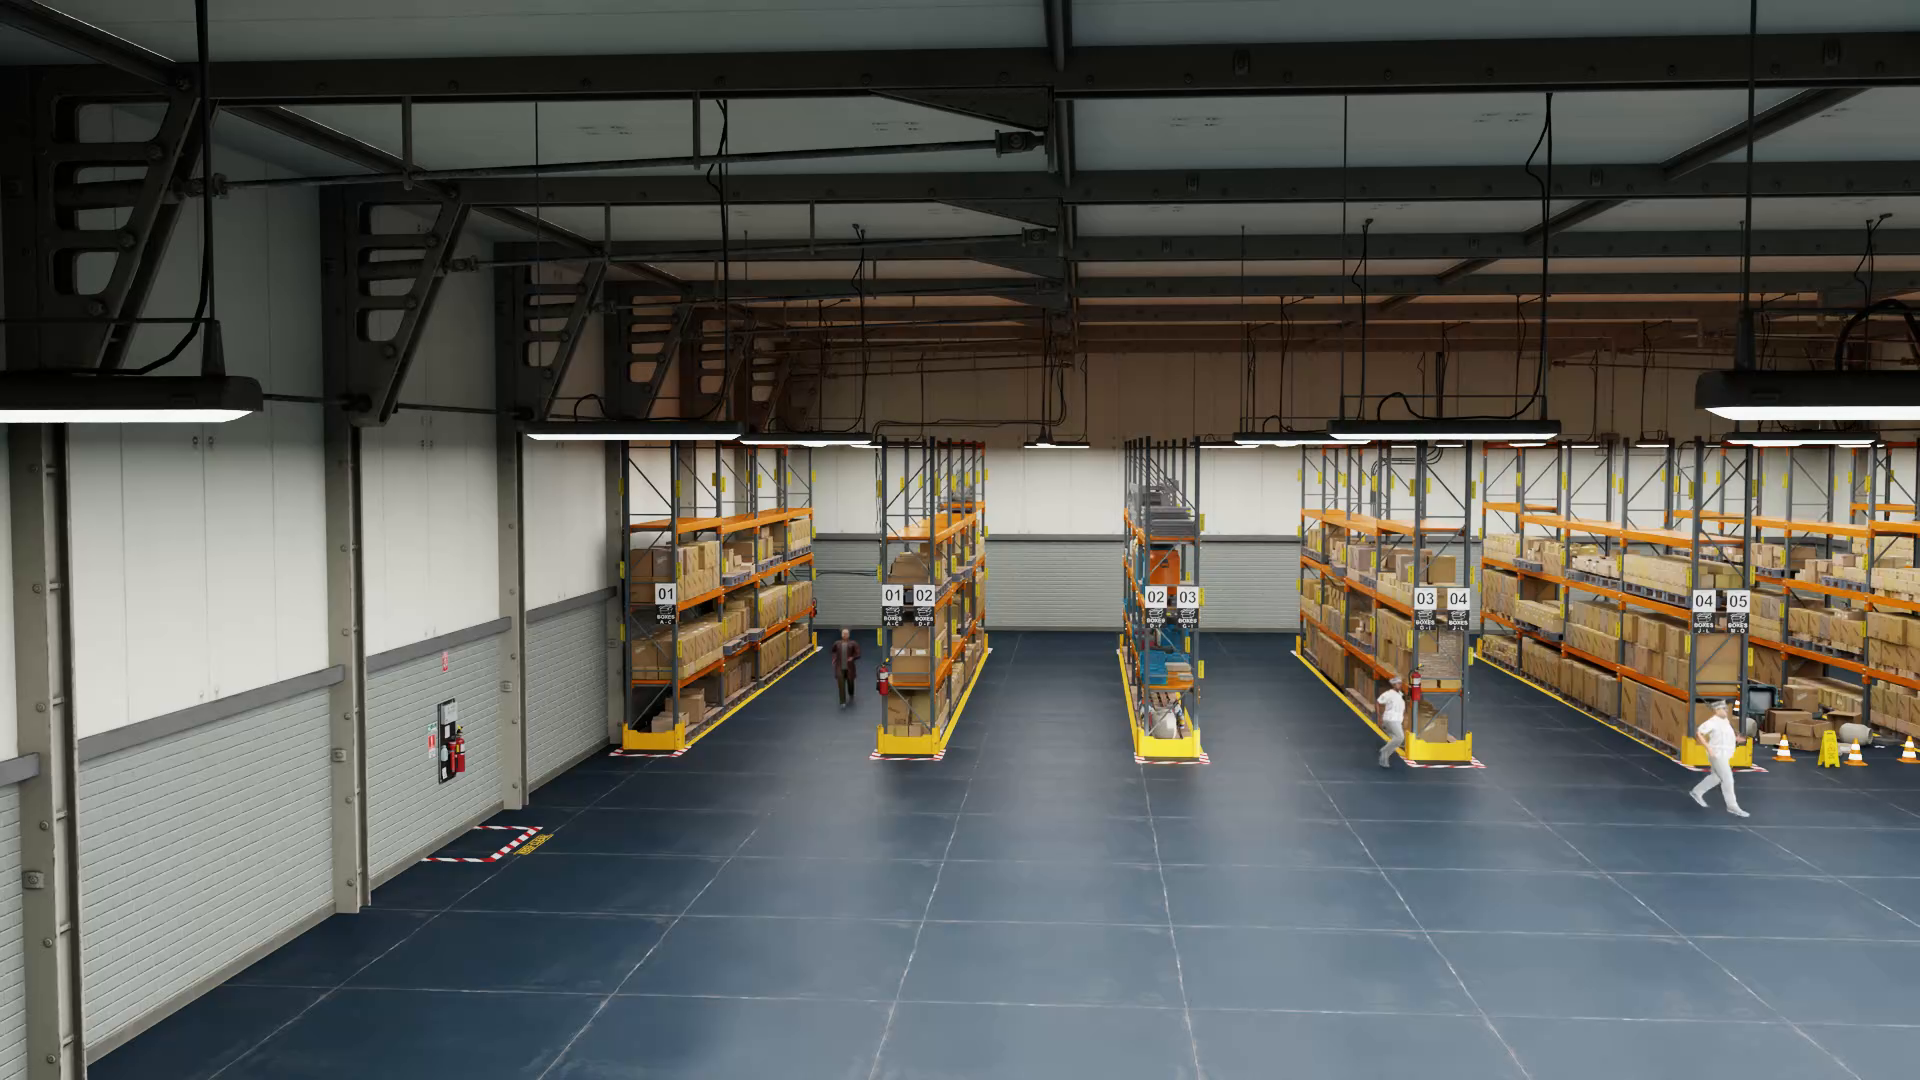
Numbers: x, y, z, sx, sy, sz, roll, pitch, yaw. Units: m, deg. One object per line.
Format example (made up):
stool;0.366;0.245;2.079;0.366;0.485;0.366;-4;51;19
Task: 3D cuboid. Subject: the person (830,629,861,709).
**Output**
person;-2.565;2.861;37.137;0.720;1.746;0.913;0;3;2

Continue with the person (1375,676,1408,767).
person;7.909;3.288;30.150;0.596;1.627;0.557;-2;4;-34

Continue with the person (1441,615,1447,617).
person;13.319;2.367;46.941;0.568;1.726;0.946;-2;4;-34

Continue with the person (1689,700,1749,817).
person;11.996;3.405;26.237;0.946;1.773;0.666;3;4;44
